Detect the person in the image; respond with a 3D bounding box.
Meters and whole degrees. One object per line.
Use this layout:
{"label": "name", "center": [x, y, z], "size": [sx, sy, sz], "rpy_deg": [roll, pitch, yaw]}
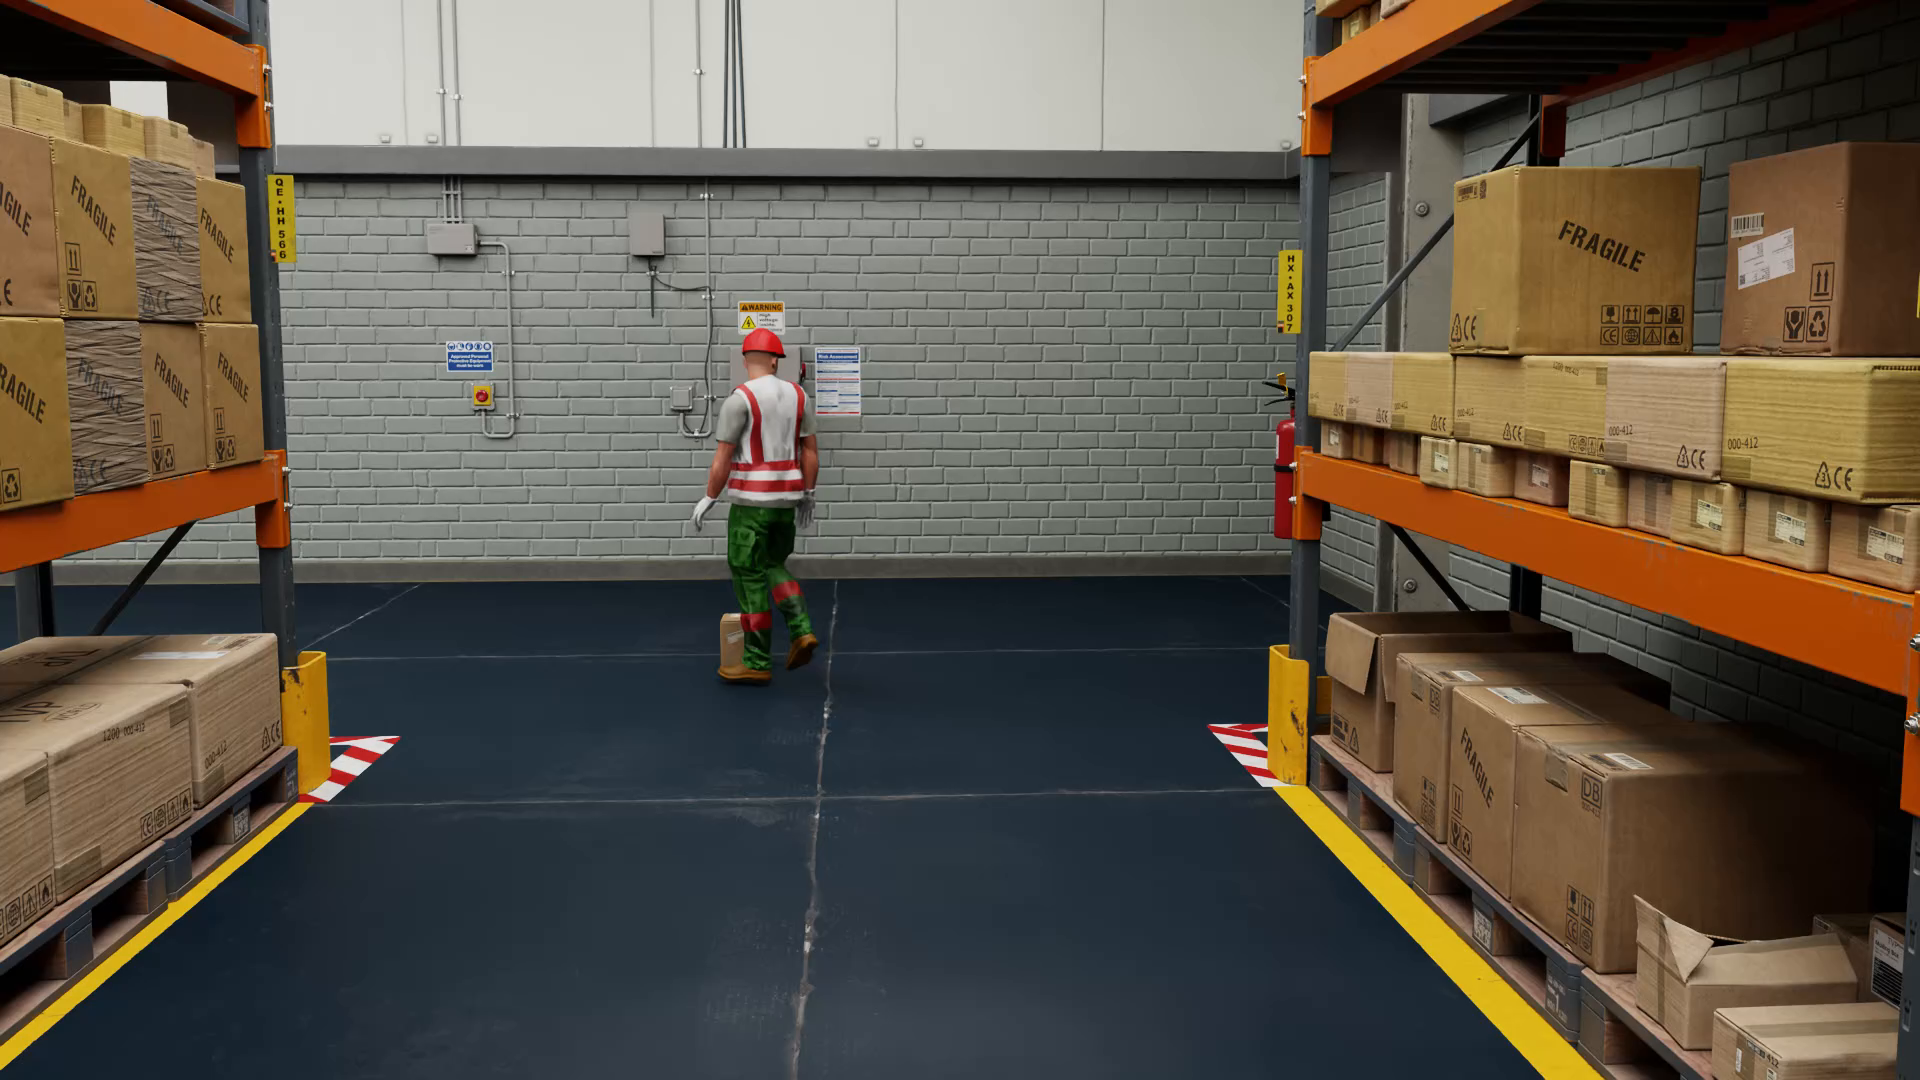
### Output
{"label": "person", "center": [-1.013, -0.179, 8.446], "size": [0.458, 1.783, 0.619], "rpy_deg": [6, 9, 41]}
